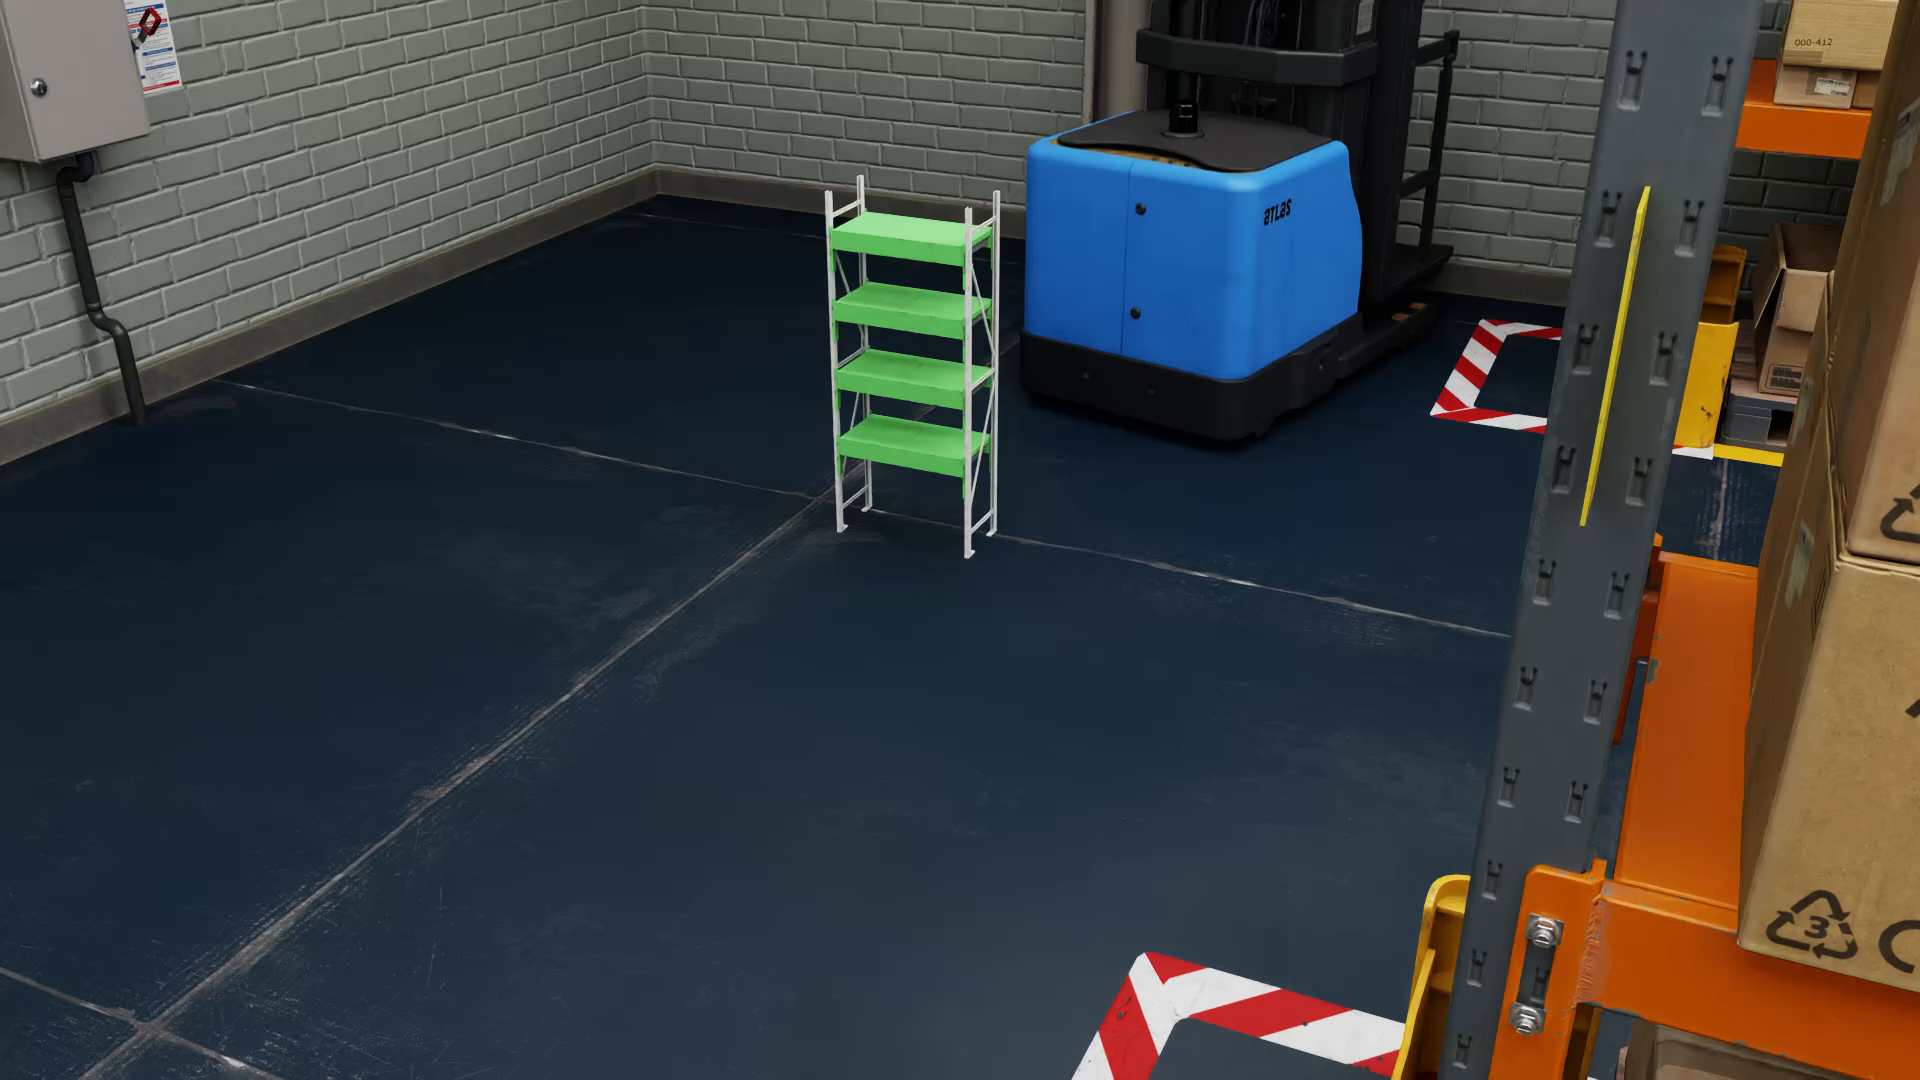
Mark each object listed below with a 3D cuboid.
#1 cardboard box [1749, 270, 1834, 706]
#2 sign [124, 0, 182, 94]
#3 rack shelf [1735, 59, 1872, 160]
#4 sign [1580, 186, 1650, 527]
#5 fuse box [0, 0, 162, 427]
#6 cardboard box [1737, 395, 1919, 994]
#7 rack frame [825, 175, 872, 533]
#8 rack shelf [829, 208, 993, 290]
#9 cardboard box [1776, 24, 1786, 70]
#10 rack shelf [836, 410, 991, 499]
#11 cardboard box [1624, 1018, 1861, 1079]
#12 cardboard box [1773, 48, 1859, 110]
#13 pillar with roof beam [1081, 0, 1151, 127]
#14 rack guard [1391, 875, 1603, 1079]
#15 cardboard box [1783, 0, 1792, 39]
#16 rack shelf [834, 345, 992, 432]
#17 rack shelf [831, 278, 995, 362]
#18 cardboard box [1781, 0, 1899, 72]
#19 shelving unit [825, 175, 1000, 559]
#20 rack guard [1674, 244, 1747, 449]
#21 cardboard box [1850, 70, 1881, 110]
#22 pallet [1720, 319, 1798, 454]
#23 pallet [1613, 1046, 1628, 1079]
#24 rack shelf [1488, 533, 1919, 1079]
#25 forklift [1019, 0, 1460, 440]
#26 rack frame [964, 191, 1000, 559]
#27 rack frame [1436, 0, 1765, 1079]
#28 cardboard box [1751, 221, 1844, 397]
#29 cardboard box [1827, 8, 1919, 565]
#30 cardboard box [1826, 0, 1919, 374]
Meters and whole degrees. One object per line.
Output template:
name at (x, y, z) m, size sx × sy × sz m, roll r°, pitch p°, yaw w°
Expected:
cardboard box at (1.431, -0.039, 2.320) m, size 0.500 × 0.500 × 0.500 m, roll 12°, pitch 28°, yaw 22°
sign at (-3.242, -2.009, 6.543) m, size 0.001 × 0.494 × 0.329 m, roll 11°, pitch 28°, yaw 22°
rack shelf at (4.755, -1.284, 5.777) m, size 4.000 × 0.370 × 1.077 m, roll 11°, pitch 28°, yaw 22°
sign at (0.648, -0.178, 1.646) m, size 0.005 × 0.325 × 0.100 m, roll 11°, pitch 28°, yaw 22°
fuse box at (-3.257, -1.238, 6.326) m, size 0.414 × 1.711 × 0.539 m, roll 11°, pitch 28°, yaw 22°
cardboard box at (1.201, 0.182, 1.871) m, size 0.500 × 0.500 × 0.500 m, roll 11°, pitch 28°, yaw 21°
rack frame at (-0.373, -0.613, 5.637) m, size 0.015 × 1.200 × 0.240 m, roll 11°, pitch 28°, yaw 22°
rack shelf at (-0.151, -0.942, 5.363) m, size 0.480 × 0.148 × 0.258 m, roll 11°, pitch 28°, yaw 22°
cardboard box at (3.347, -1.907, 6.512) m, size 0.250 × 0.149 × 0.380 m, roll 11°, pitch 28°, yaw 21°
rack shelf at (-0.151, -0.296, 5.681) m, size 0.480 × 0.148 × 0.258 m, roll 11°, pitch 28°, yaw 22°
cardboard box at (1.525, 1.066, 2.615) m, size 0.875 × 0.438 × 0.875 m, roll 10°, pitch 28°, yaw 20°
cardboard box at (3.120, -1.689, 6.070) m, size 0.250 × 0.149 × 0.380 m, roll 11°, pitch 28°, yaw 21°
pillar with roof beam at (-0.929, -3.788, 3.257) m, size 0.400 × 9.000 × 9.100 m, roll 11°, pitch 28°, yaw 22°
rack guard at (0.861, 1.141, 2.866) m, size 0.348 × 0.500 × 1.175 m, roll 11°, pitch 28°, yaw 22°
cardboard box at (3.463, -2.061, 6.374) m, size 0.500 × 0.250 × 0.500 m, roll 12°, pitch 29°, yaw 23°
rack shelf at (-0.151, -0.511, 5.575) m, size 0.480 × 0.148 × 0.258 m, roll 11°, pitch 28°, yaw 22°
rack shelf at (-0.151, -0.727, 5.469) m, size 0.480 × 0.148 × 0.258 m, roll 11°, pitch 28°, yaw 22°
cardboard box at (3.236, -1.847, 5.939) m, size 0.500 × 0.250 × 0.500 m, roll 12°, pitch 28°, yaw 22°
shelving unit at (-0.151, -0.569, 5.546) m, size 0.503 × 1.200 × 0.258 m, roll 11°, pitch 28°, yaw 22°
rack guard at (3.003, -0.837, 6.884) m, size 0.348 × 0.500 × 1.175 m, roll 11°, pitch 28°, yaw 22°
cardboard box at (3.370, -1.662, 6.013) m, size 0.250 × 0.149 × 0.380 m, roll 12°, pitch 29°, yaw 23°
pallet at (3.729, -0.562, 6.653) m, size 1.213 × 0.211 × 1.003 m, roll 11°, pitch 28°, yaw 22°
pallet at (1.643, 1.390, 2.688) m, size 1.213 × 0.211 × 1.003 m, roll 11°, pitch 28°, yaw 22°
rack shelf at (2.703, 0.712, 1.722) m, size 4.000 × 0.370 × 1.077 m, roll 11°, pitch 28°, yaw 22°
forklift at (1.531, -2.287, 7.076) m, size 1.130 × 2.935 × 3.031 m, roll 18°, pitch 32°, yaw 33°
rack frame at (0.071, -0.524, 5.456) m, size 0.015 × 1.200 × 0.240 m, roll 11°, pitch 28°, yaw 22°
rack frame at (0.884, 0.023, 2.308) m, size 0.053 × 2.616 × 0.949 m, roll 11°, pitch 28°, yaw 22°
cardboard box at (3.452, -0.891, 6.515) m, size 0.637 × 0.503 × 0.797 m, roll 10°, pitch 28°, yaw 20°
cardboard box at (1.202, -0.267, 1.652) m, size 0.500 × 0.500 × 0.500 m, roll 11°, pitch 28°, yaw 21°
cardboard box at (1.420, -0.477, 2.078) m, size 0.500 × 0.500 × 0.500 m, roll 12°, pitch 29°, yaw 23°
